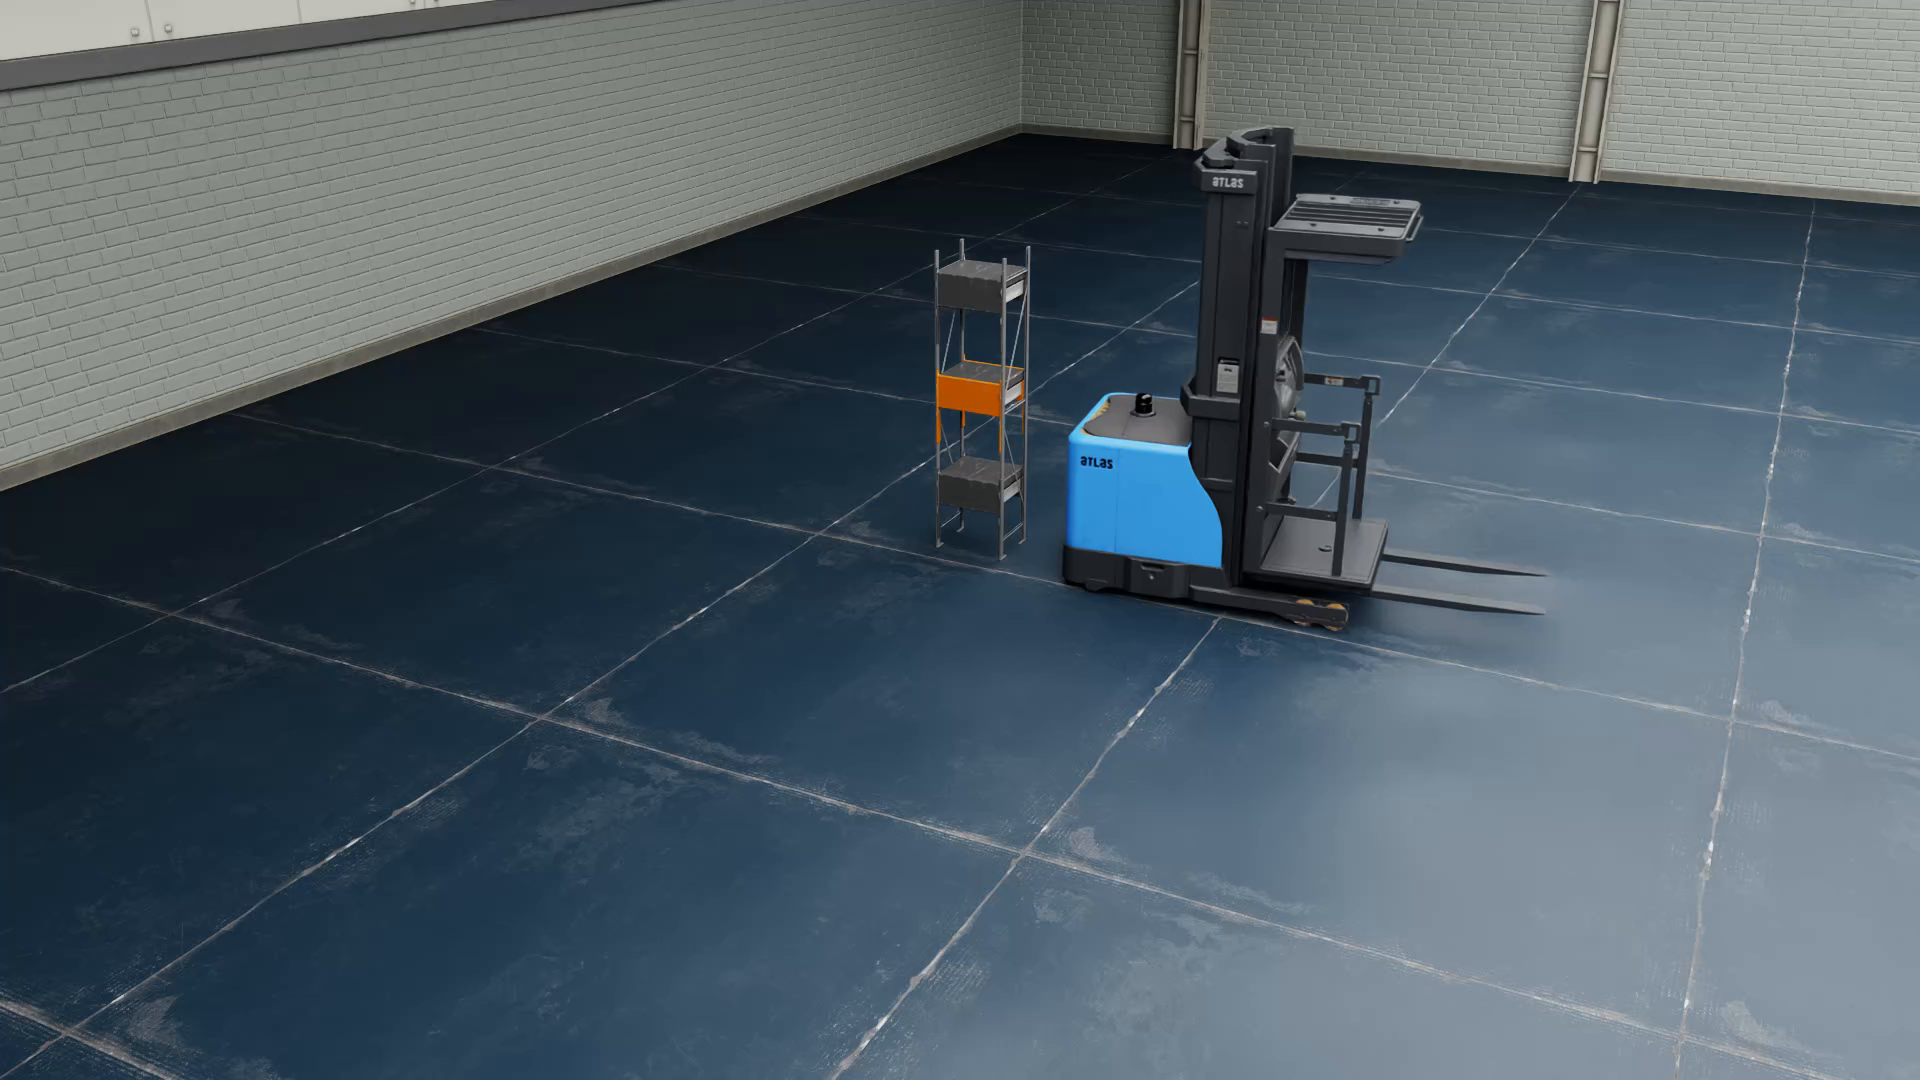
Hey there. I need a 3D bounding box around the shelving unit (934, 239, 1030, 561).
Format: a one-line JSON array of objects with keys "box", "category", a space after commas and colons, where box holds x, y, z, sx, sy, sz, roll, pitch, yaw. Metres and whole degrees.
[{"box": [0.148, -0.937, 11.270, 0.503, 2.100, 0.431, 11, 25, 25], "category": "shelving unit"}]

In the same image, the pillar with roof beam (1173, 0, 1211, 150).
[{"box": [1.671, -8.862, 21.089, 0.400, 9.000, 9.100, 11, 25, 25], "category": "pillar with roof beam"}]

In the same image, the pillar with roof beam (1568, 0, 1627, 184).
[{"box": [7.025, -7.802, 18.597, 0.400, 9.000, 9.100, 11, 25, 25], "category": "pillar with roof beam"}]

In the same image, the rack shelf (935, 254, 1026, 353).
[{"box": [0.148, -1.569, 11.002, 0.480, 0.518, 0.431, 11, 25, 25], "category": "rack shelf"}]

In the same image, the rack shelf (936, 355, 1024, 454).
[{"box": [0.148, -0.924, 11.276, 0.480, 0.518, 0.431, 11, 25, 25], "category": "rack shelf"}]

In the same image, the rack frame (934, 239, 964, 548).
[{"box": [-0.070, -0.980, 11.372, 0.015, 2.100, 0.400, 11, 25, 25], "category": "rack frame"}]

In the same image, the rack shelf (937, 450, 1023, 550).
[{"box": [0.148, -0.280, 11.550, 0.480, 0.518, 0.431, 11, 25, 25], "category": "rack shelf"}]

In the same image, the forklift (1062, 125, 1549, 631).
[{"box": [2.250, -1.016, 10.394, 3.031, 2.935, 1.130, 8, 24, 18], "category": "forklift"}]

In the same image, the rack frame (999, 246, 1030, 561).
[{"box": [0.365, -0.894, 11.169, 0.015, 2.100, 0.400, 11, 25, 25], "category": "rack frame"}]
